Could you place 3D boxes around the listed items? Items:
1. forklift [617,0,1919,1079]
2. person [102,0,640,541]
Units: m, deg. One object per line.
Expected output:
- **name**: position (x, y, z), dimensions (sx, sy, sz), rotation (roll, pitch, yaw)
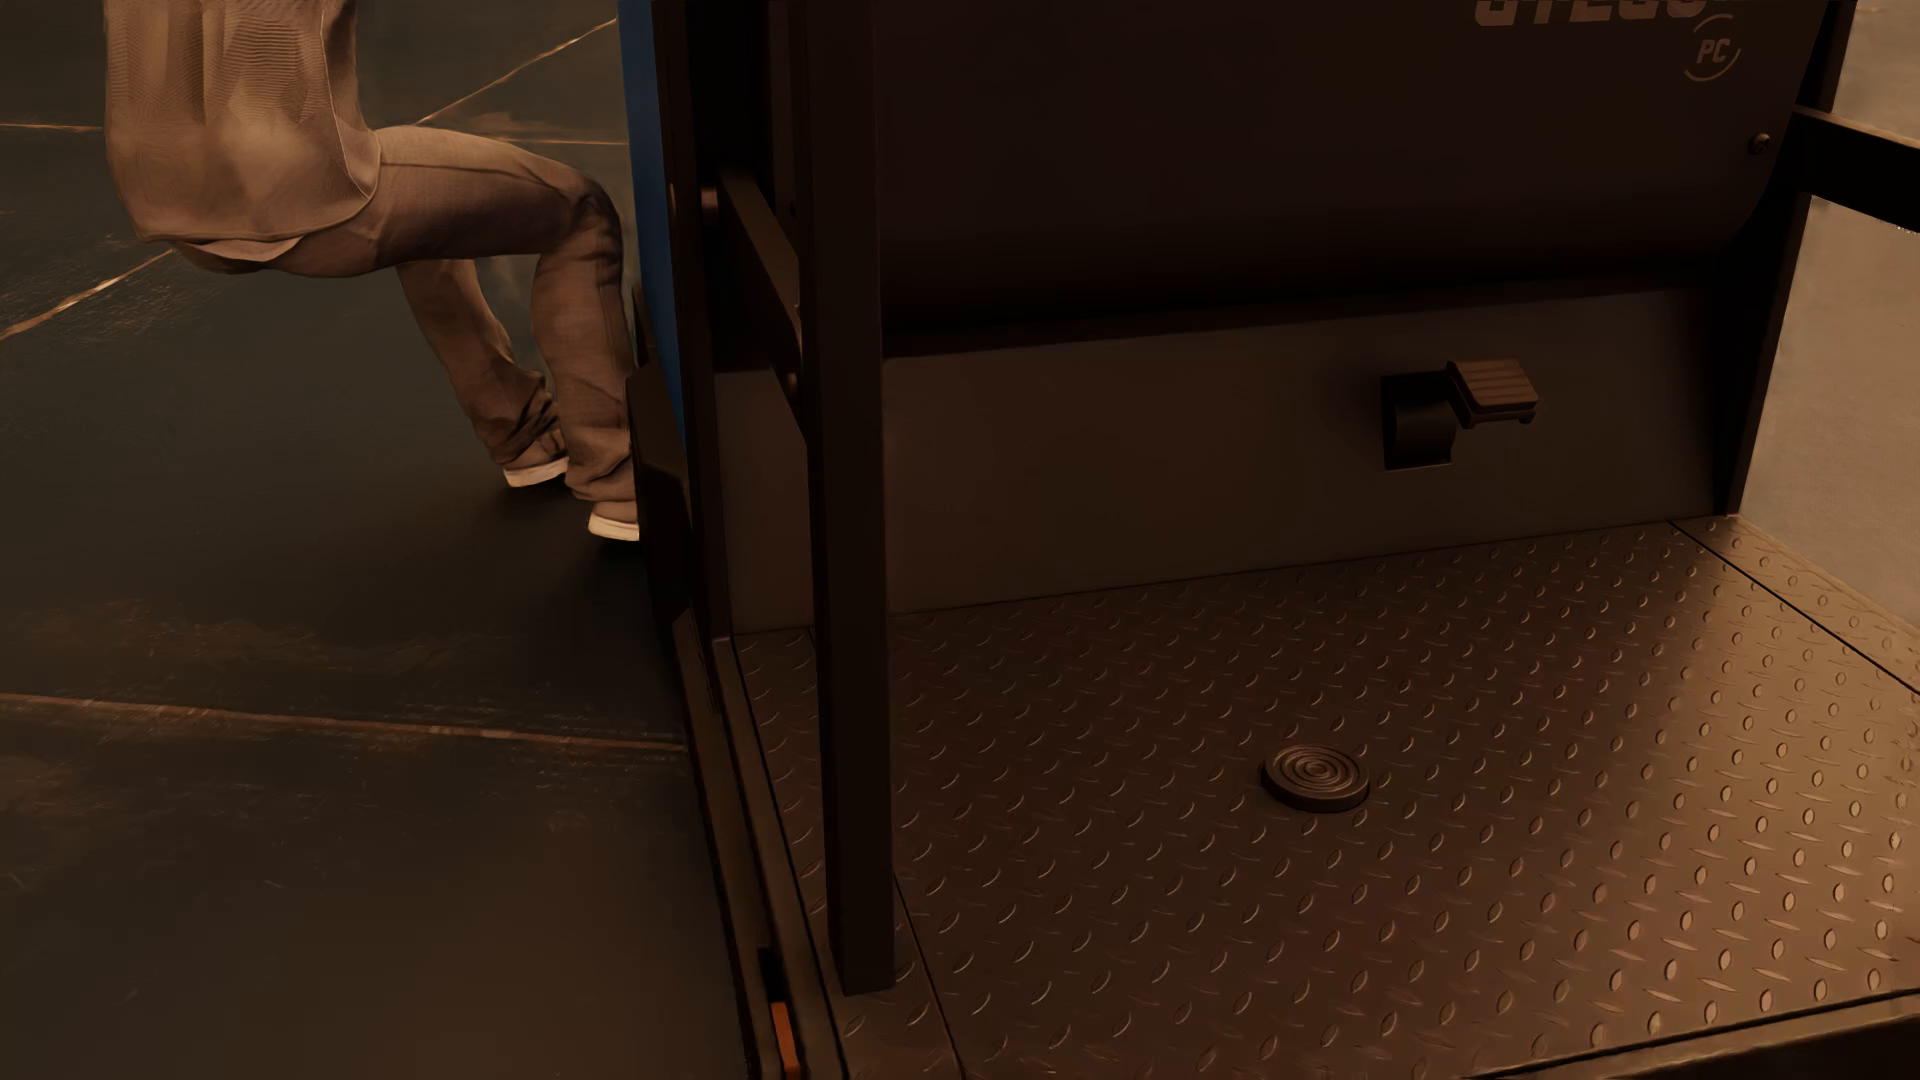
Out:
- **forklift**: position (0.347, -0.871, 0.963), dimensions (1.130, 2.935, 3.031), rotation (-6, 27, -13)
- **person**: position (-0.931, -0.591, 2.292), dimensions (1.127, 1.300, 0.747), rotation (8, 28, 16)
